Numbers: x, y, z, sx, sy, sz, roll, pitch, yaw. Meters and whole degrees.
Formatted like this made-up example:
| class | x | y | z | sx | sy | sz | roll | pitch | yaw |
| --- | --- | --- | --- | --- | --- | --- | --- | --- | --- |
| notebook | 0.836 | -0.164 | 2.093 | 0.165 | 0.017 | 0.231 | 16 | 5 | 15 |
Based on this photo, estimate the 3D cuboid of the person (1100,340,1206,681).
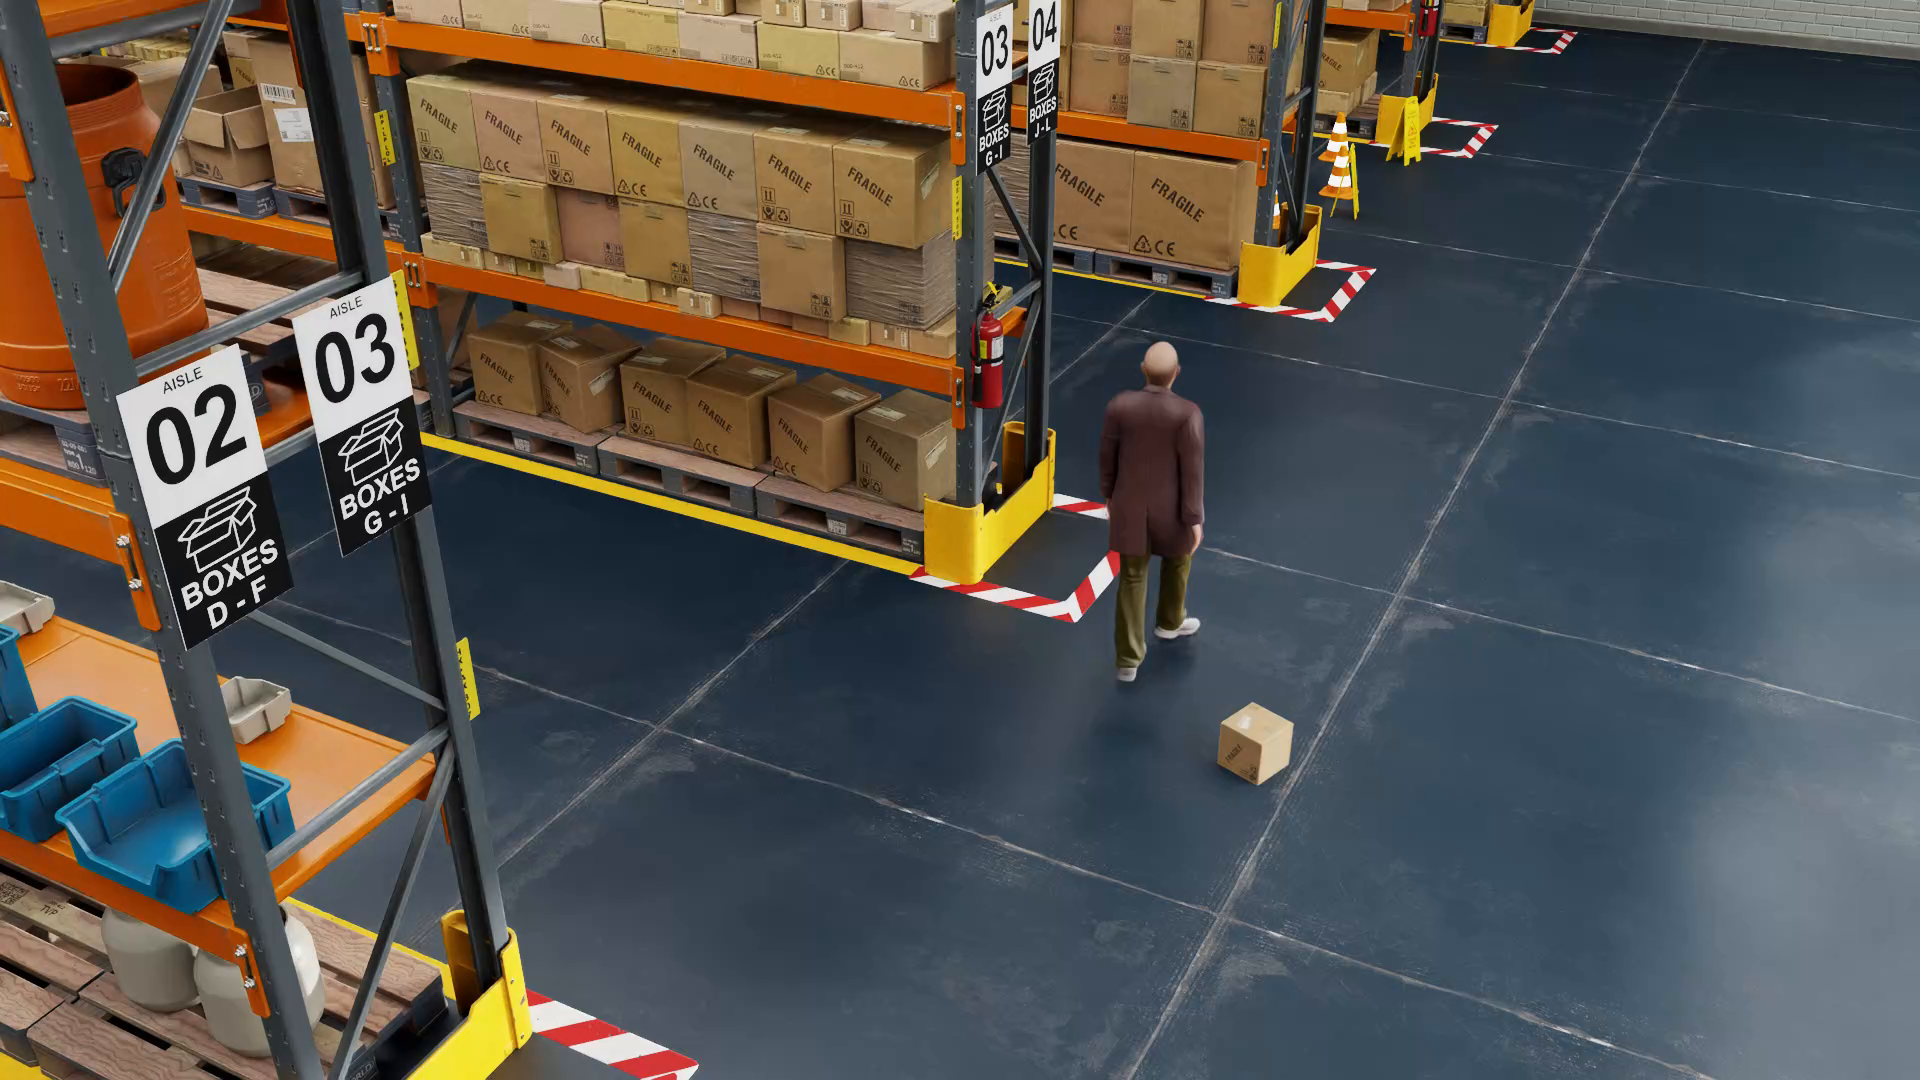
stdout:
| class | x | y | z | sx | sy | sz | roll | pitch | yaw |
| --- | --- | --- | --- | --- | --- | --- | --- | --- | --- |
| person | 1.007 | -0.164 | 8.655 | 0.608 | 1.719 | 0.892 | 10 | 31 | 16 |
